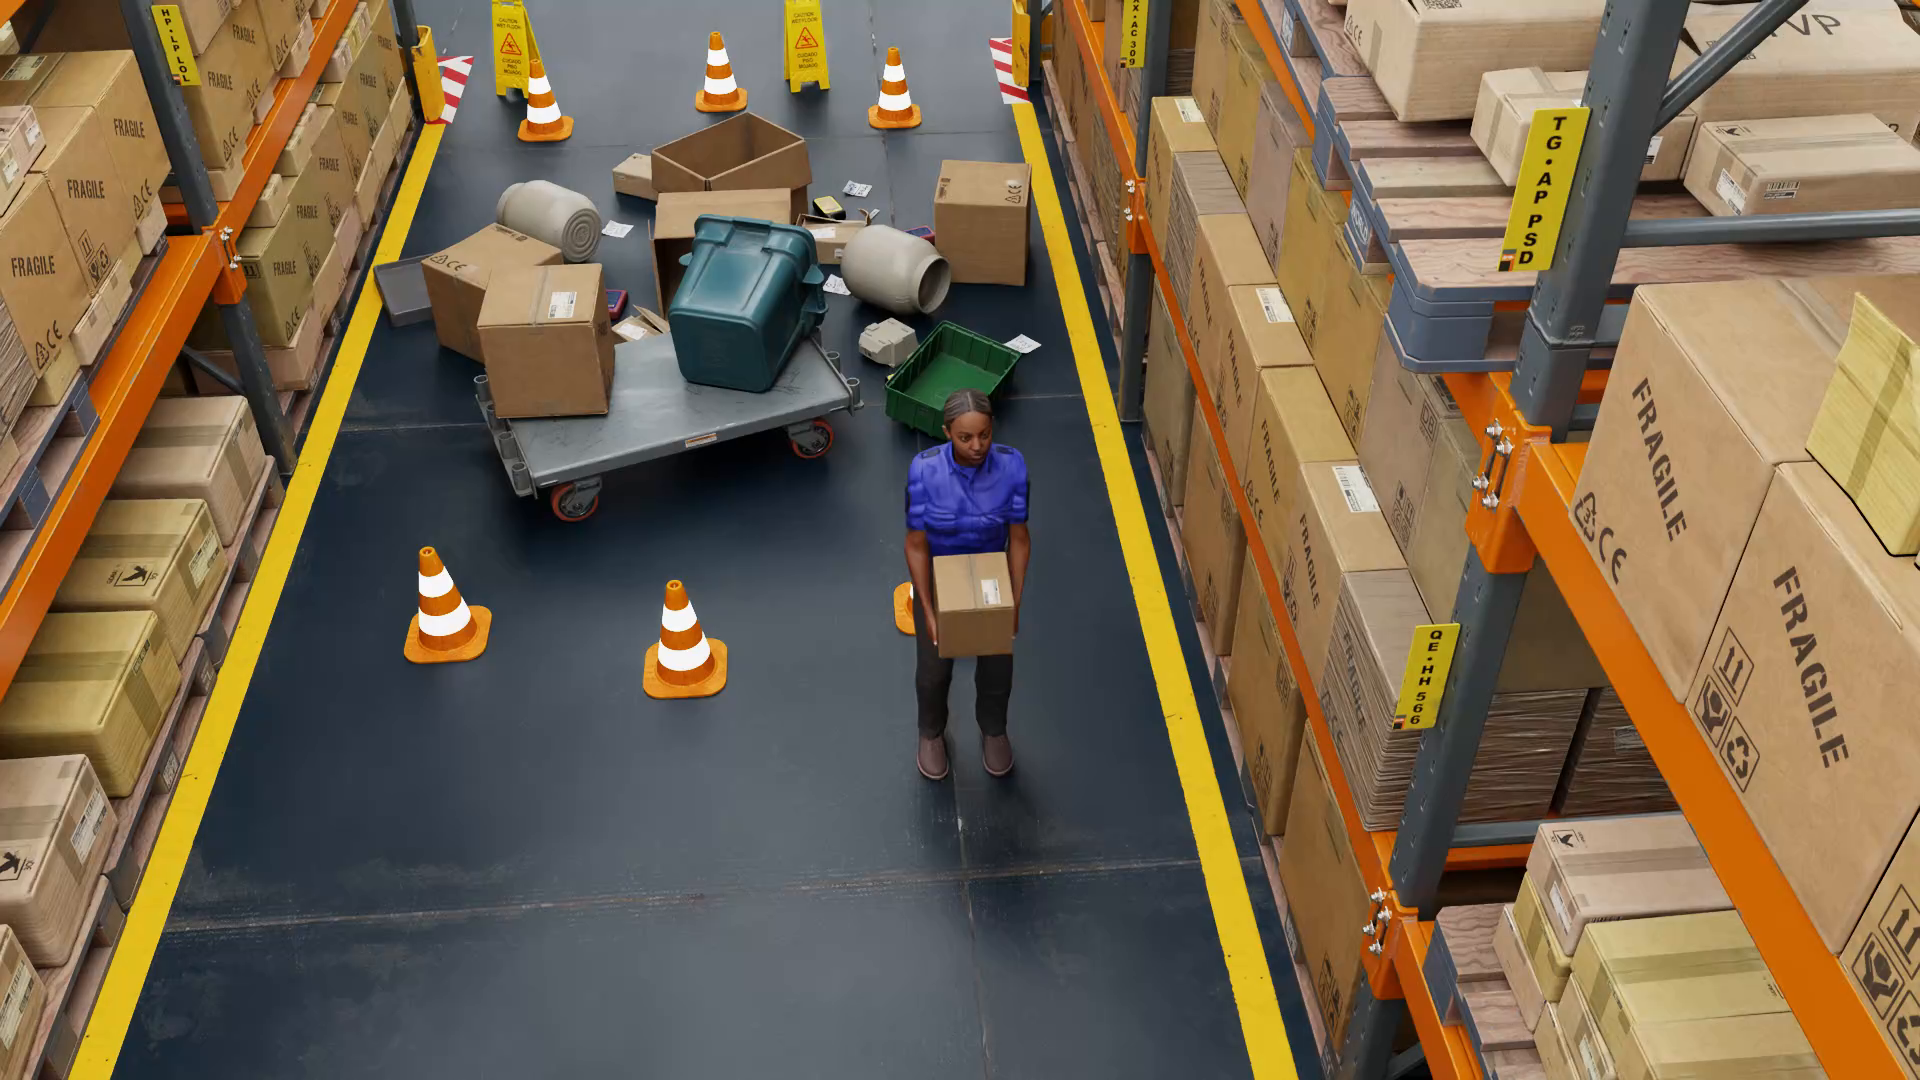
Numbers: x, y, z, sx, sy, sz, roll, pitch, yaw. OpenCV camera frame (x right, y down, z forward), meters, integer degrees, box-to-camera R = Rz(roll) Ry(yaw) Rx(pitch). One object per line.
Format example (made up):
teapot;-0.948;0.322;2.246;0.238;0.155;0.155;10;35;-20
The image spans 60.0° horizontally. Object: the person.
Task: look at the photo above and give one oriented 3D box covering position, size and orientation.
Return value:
person;0.030;0.227;5.889;0.441;1.656;0.499;-4;39;-4
